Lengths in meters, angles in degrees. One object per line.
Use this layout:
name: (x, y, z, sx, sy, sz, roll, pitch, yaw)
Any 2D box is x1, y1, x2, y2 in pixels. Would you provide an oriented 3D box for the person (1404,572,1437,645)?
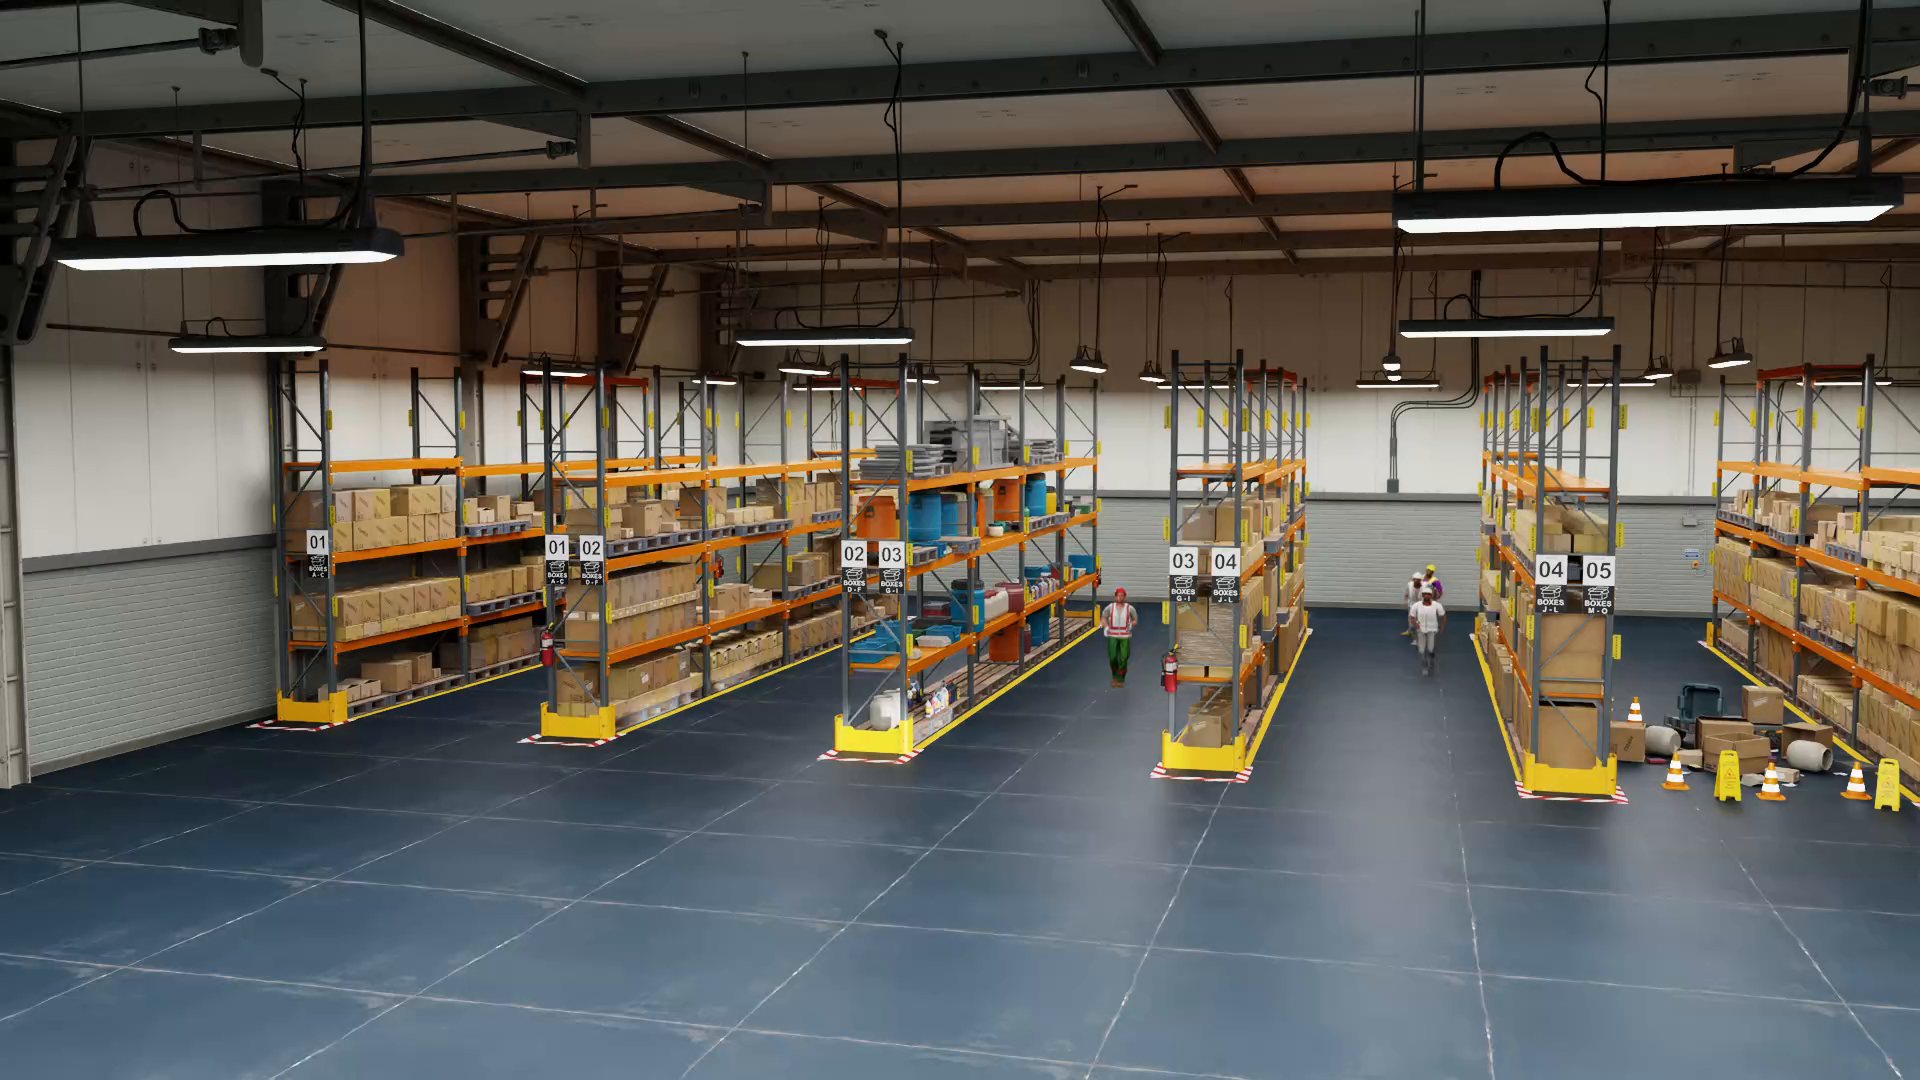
person: (10.230, 1.527, 36.982, 0.704, 1.653, 0.827, 2, 5, 26)

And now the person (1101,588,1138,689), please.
person: (2.794, 1.740, 29.218, 0.643, 1.791, 0.584, 1, 4, 7)

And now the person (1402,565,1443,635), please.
person: (10.812, 1.393, 38.654, 0.835, 1.662, 0.750, 3, 5, 39)

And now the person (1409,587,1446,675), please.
person: (9.172, 1.794, 32.675, 0.698, 1.723, 0.579, 1, 4, 19)
